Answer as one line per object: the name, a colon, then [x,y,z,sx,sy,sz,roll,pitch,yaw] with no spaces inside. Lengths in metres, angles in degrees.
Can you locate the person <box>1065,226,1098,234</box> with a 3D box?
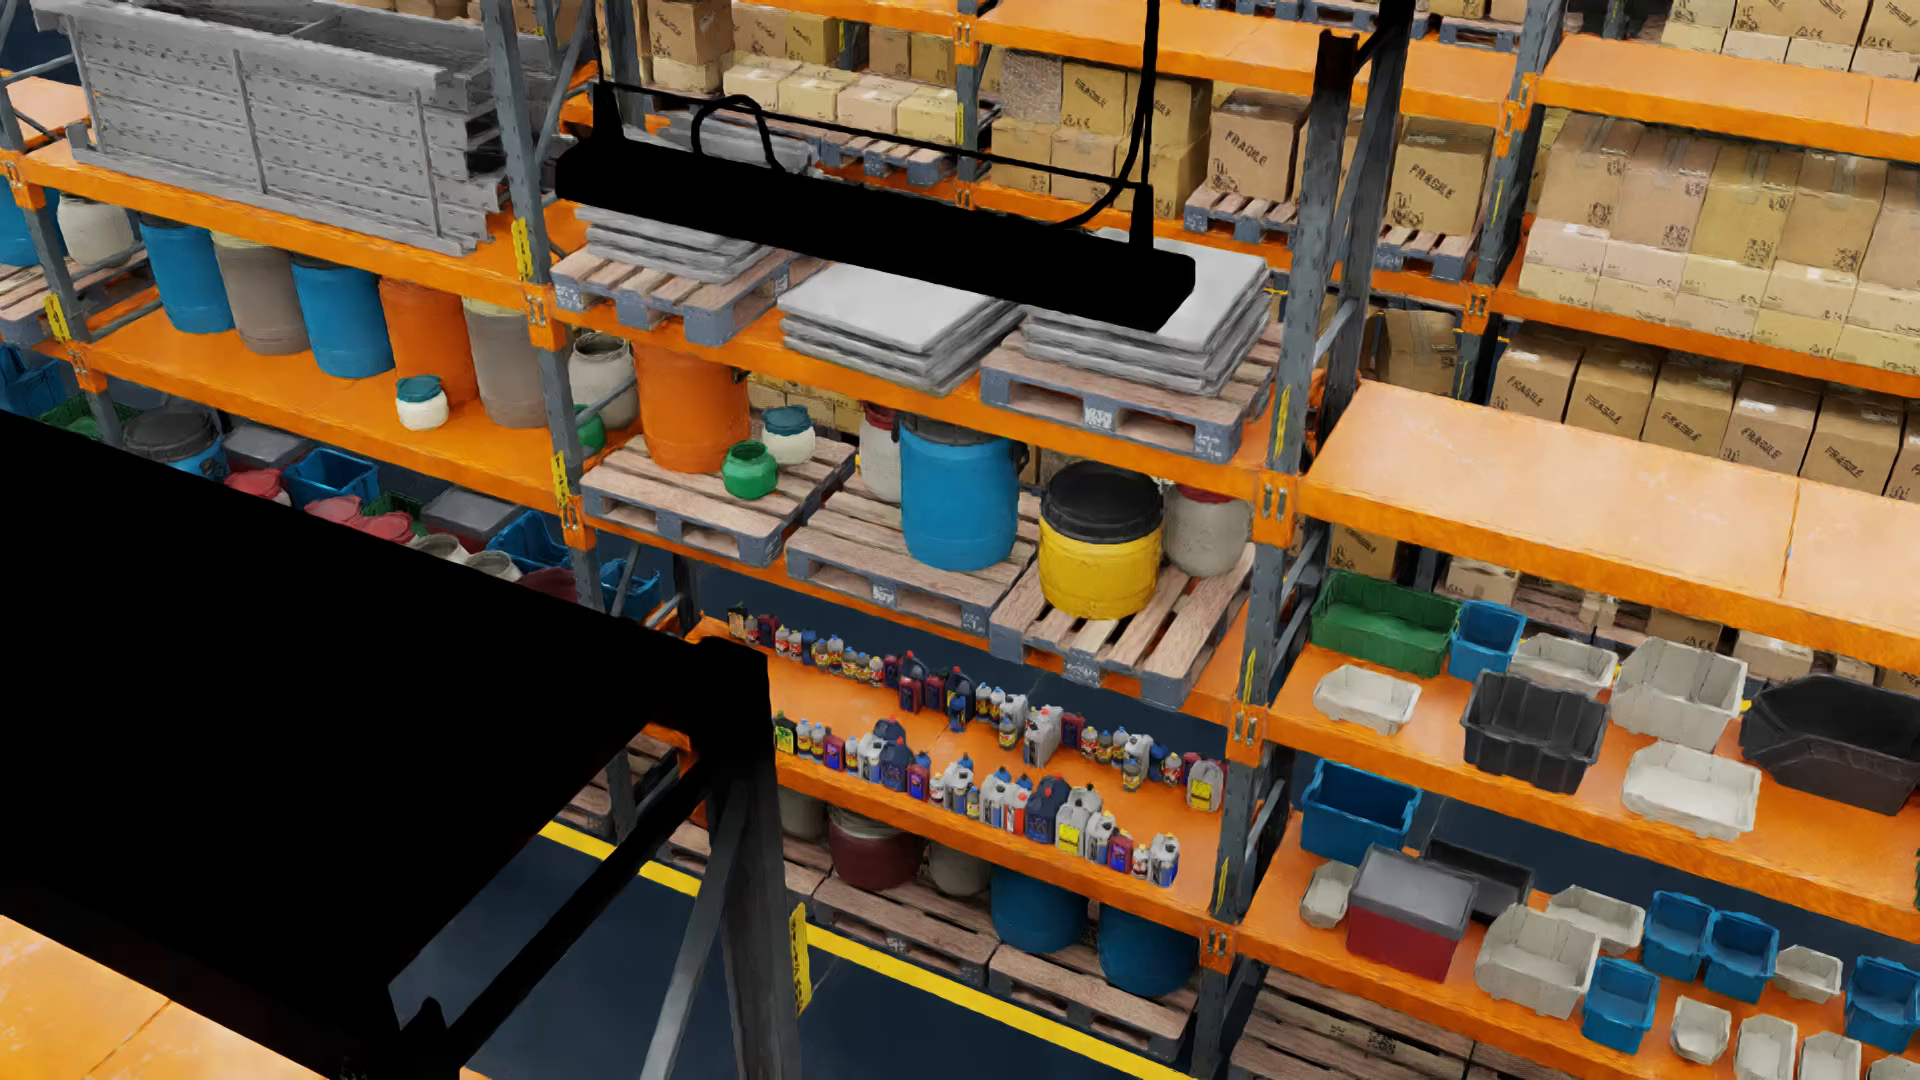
person: [1.218,-2.965,16.693,0.509,1.737,0.372,0,35,-1]

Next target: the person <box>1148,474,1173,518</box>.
person: [1.560,-0.115,12.450,0.678,1.782,0.442,5,35,7]
